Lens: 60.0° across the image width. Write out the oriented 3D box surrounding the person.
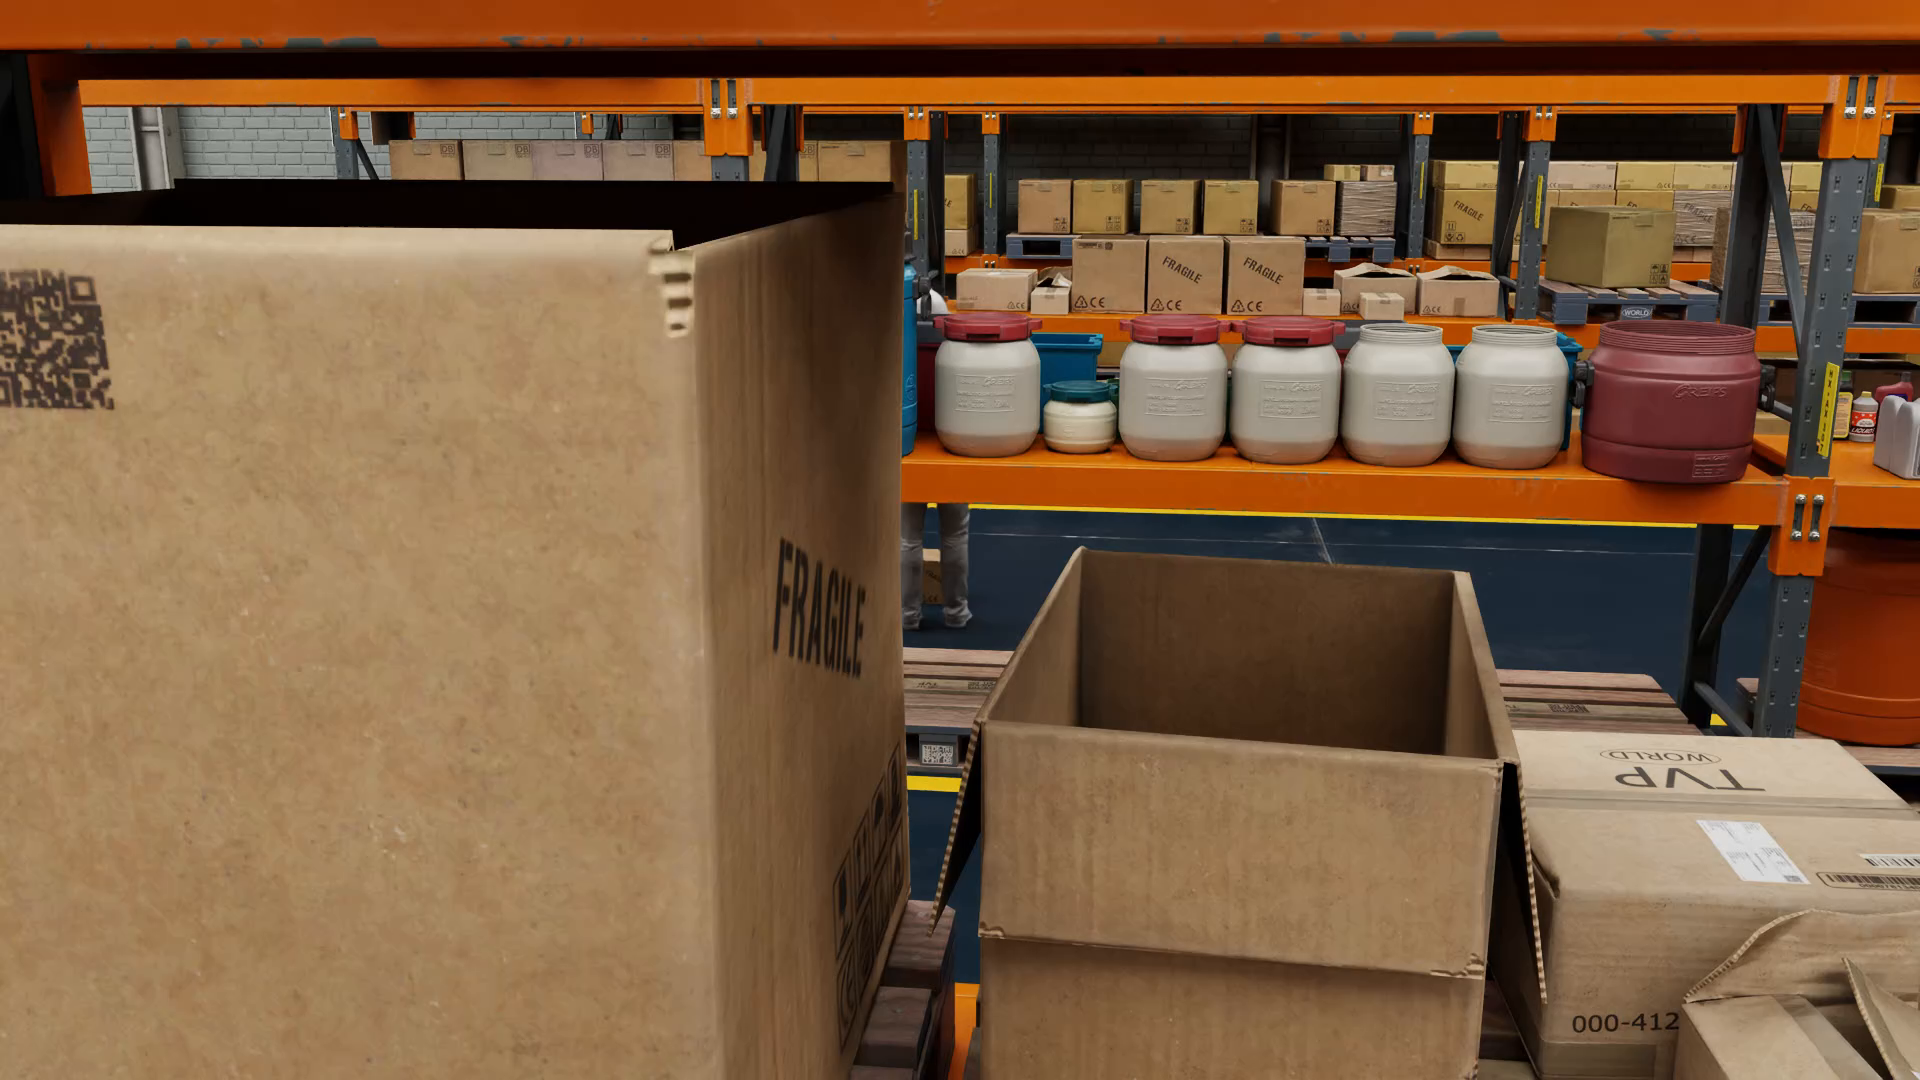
[{"bbox_3d":[-0.164,-0.414,8.602,0.564,1.762,0.392,2,14,8],"label":"person"}]
